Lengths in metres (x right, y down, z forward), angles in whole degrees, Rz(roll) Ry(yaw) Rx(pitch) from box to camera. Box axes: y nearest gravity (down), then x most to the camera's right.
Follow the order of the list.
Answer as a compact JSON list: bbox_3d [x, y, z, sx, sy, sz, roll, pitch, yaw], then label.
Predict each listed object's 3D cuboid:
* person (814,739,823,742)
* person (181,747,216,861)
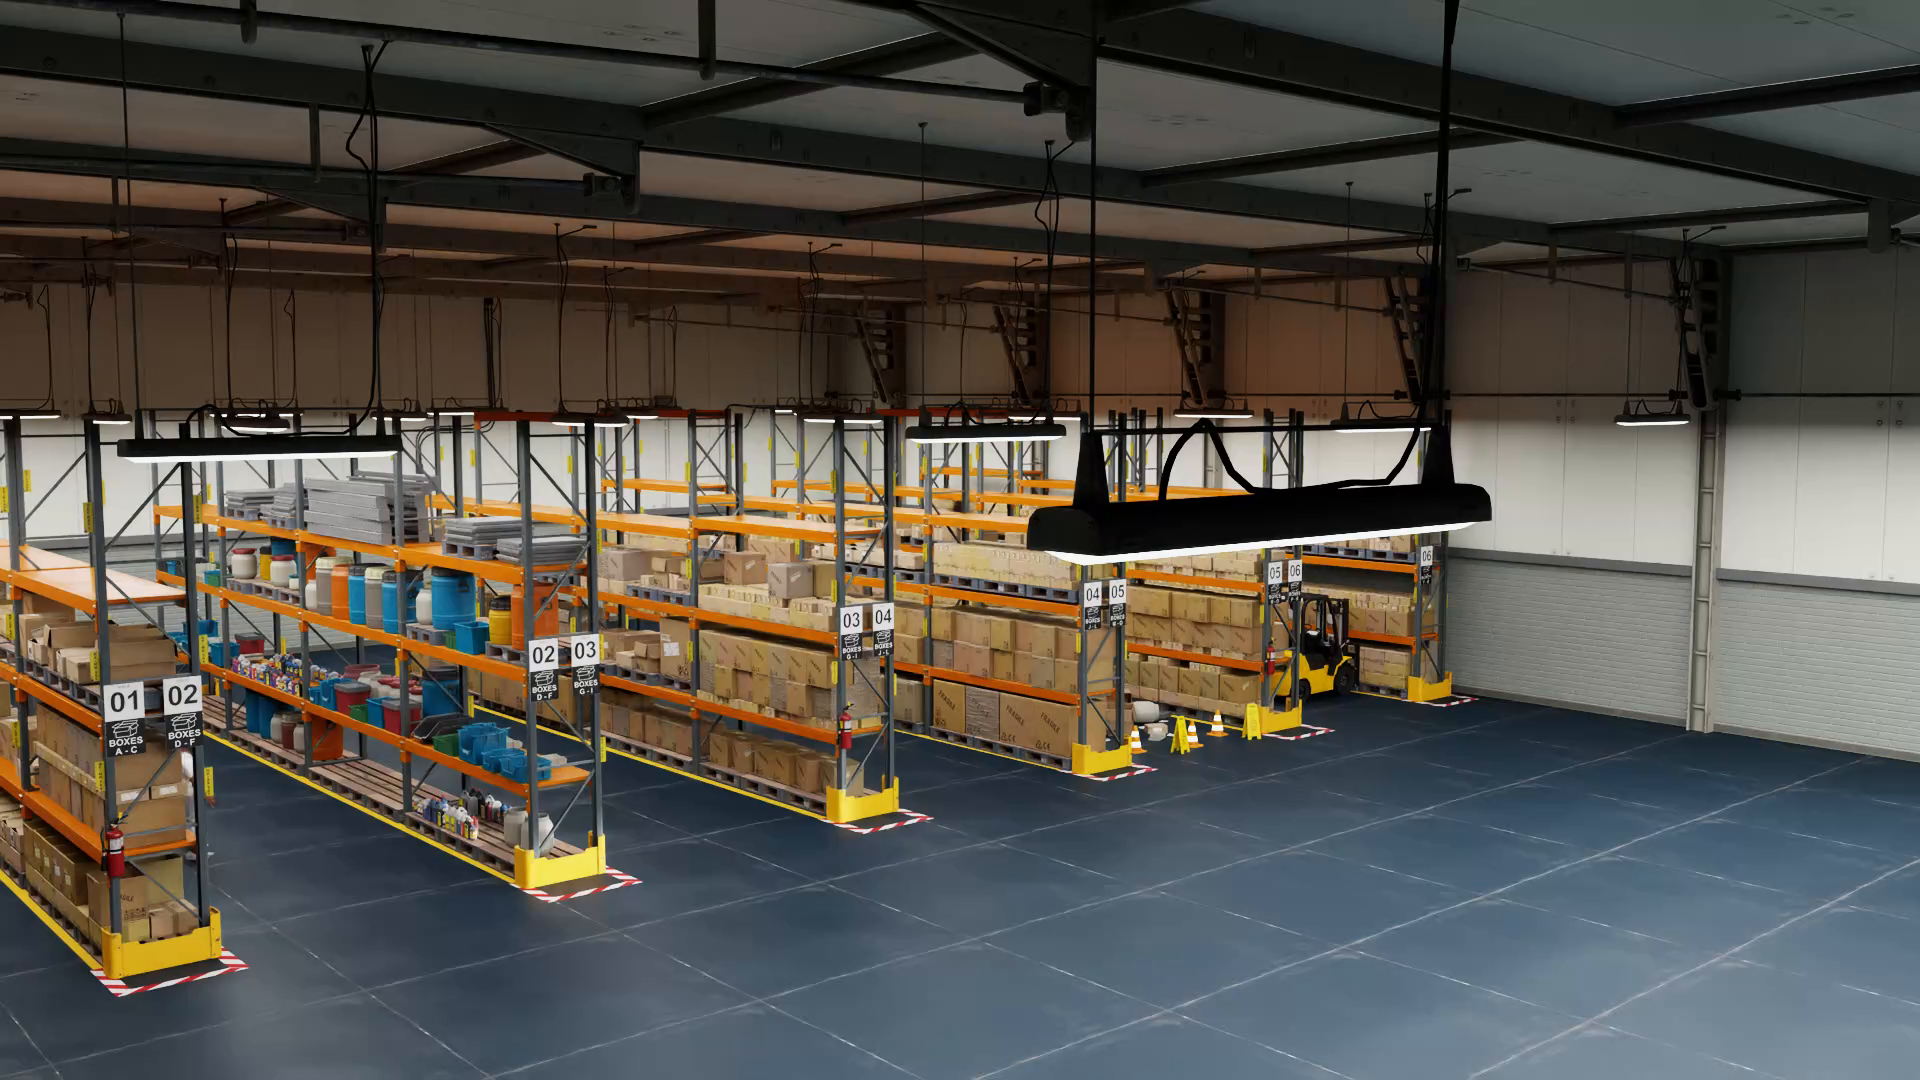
[{"bbox_3d":[-2.510,2.781,30.402,0.578,1.785,0.582,1,5,14],"label":"person"},{"bbox_3d":[-10.394,3.474,22.621,0.594,1.801,0.641,-1,5,-12],"label":"person"}]
